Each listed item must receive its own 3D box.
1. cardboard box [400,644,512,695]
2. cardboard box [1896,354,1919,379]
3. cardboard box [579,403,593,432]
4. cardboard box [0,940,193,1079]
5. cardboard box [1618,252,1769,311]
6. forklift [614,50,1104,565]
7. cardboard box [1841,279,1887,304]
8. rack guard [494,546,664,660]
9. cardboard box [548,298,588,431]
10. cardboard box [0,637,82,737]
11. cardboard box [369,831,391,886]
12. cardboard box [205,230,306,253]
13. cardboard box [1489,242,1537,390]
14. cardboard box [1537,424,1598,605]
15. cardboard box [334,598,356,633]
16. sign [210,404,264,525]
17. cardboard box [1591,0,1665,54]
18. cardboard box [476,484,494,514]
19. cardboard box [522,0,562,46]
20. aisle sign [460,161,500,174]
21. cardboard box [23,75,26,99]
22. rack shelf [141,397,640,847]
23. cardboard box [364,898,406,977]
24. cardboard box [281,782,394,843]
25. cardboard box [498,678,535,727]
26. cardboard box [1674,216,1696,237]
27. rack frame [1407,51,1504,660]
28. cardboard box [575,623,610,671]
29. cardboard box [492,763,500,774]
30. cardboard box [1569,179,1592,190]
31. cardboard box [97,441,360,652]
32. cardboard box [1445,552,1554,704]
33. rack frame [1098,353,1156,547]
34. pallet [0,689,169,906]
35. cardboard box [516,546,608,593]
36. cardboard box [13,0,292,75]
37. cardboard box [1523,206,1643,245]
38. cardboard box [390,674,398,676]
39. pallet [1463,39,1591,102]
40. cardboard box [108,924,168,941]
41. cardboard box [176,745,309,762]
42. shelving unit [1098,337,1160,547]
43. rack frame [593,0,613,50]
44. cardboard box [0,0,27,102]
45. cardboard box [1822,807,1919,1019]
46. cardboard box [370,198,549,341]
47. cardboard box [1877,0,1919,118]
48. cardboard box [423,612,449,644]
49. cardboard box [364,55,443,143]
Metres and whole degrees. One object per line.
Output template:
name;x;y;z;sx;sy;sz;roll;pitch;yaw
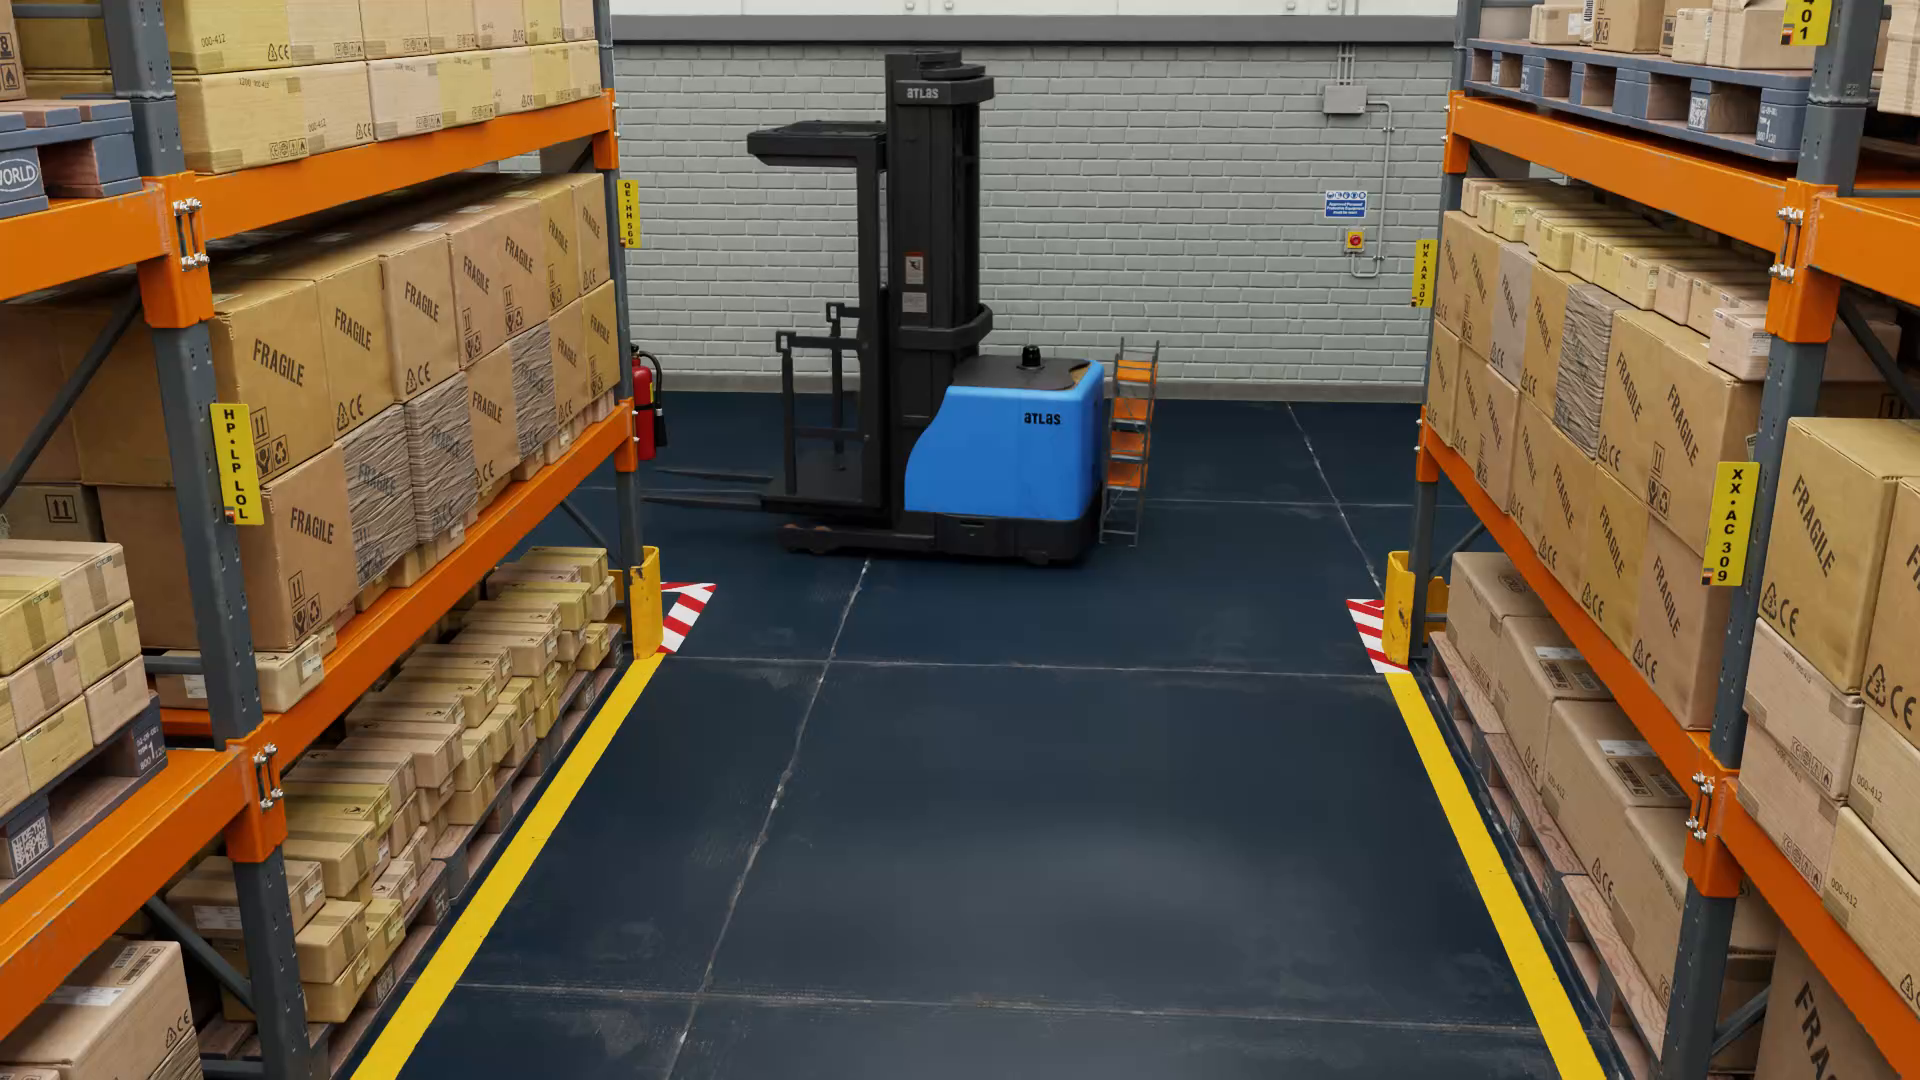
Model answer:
cardboard box;-2.083;0.546;6.888;0.380;0.149;0.250;1;18;2
cardboard box;2.778;-0.243;4.582;0.500;0.500;0.500;1;18;4
cardboard box;-1.953;-0.596;7.829;0.380;0.149;0.250;1;18;4
cardboard box;-2.244;1.211;4.044;0.500;0.250;0.500;1;18;2
cardboard box;2.344;-0.826;5.319;0.380;0.149;0.250;1;18;3
forklift;-0.657;-1.464;10.185;3.031;2.935;1.130;4;19;12
cardboard box;2.762;-0.662;4.817;0.380;0.149;0.250;1;18;3
rack guard;-2.161;0.312;8.669;1.175;0.500;0.348;1;18;4
cardboard box;-1.973;-0.783;7.358;0.500;0.500;0.500;1;18;3
cardboard box;-2.292;0.331;3.847;0.380;0.149;0.250;1;18;4
cardboard box;-2.187;1.094;5.694;0.380;0.149;0.250;1;18;4
cardboard box;-2.596;-0.793;5.781;0.500;0.500;0.500;2;18;5
cardboard box;2.411;-0.880;6.525;0.500;0.500;0.500;1;18;3
cardboard box;2.333;-0.092;5.726;0.500;0.500;0.500;1;18;3
cardboard box;-2.185;0.215;5.352;0.380;0.149;0.250;0;18;1
sign;-1.889;-0.196;4.346;0.100;0.325;0.005;1;18;4
cardboard box;2.495;-1.918;5.646;0.500;0.500;0.500;2;18;5
cardboard box;-2.080;-0.192;6.595;0.380;0.149;0.250;2;18;5
cardboard box;-1.971;-2.184;6.891;0.500;0.250;0.500;1;18;2
aisle sign;-2.450;-2.164;8.036;0.394;0.787;0.004;1;18;4
cardboard box;-2.677;-1.170;4.600;0.500;0.250;0.500;2;18;5
rack shelf;-2.299;0.063;6.568;1.077;0.370;4.000;1;18;4
cardboard box;-2.077;1.309;5.514;0.380;0.149;0.250;2;18;6
cardboard box;-2.163;0.949;5.659;0.380;0.149;0.250;1;18;3
cardboard box;-2.006;0.686;6.938;0.380;0.149;0.250;2;18;7
cardboard box;2.926;-1.138;6.271;0.380;0.149;0.250;2;18;5
rack frame;2.789;-0.821;8.110;1.000;3.000;0.127;1;18;4
cardboard box;-1.903;0.506;7.966;0.380;0.149;0.250;2;18;6
cardboard box;-2.101;0.905;6.749;0.380;0.149;0.250;2;18;5
cardboard box;2.963;-1.536;7.484;0.380;0.149;0.250;2;18;5
cardboard box;-2.156;0.006;4.951;0.500;0.500;0.500;1;18;3
cardboard box;2.841;0.405;7.811;0.875;0.438;0.875;1;18;2
rack frame;1.013;-0.538;10.114;0.240;1.200;0.015;6;19;8
pallet;-2.643;0.668;3.876;1.003;0.211;1.213;1;18;4
cardboard box;-1.941;0.143;8.118;0.380;0.149;0.250;1;18;5
cardboard box;-2.169;-1.393;4.478;0.500;0.250;0.500;2;18;6
cardboard box;2.439;-1.221;6.525;0.380;0.149;0.250;1;18;4
cardboard box;-2.506;0.595;7.217;0.380;0.149;0.250;0;18;1
pallet;2.746;-1.973;6.953;1.003;0.211;1.213;1;18;4
cardboard box;-2.737;1.251;5.213;0.380;0.149;0.250;2;18;5
cardboard box;-2.664;0.776;6.186;0.380;0.149;0.250;0;18;1
shelving unit;1.052;-0.613;10.343;0.258;1.200;0.503;6;19;8
rack frame;-2.156;-3.751;7.417;1.000;3.000;0.127;1;18;4
cardboard box;-2.579;-1.215;3.661;0.700;0.500;0.500;1;18;4
cardboard box;2.171;0.784;3.452;0.500;0.250;0.500;1;18;3
cardboard box;-2.005;-1.097;6.710;0.500;0.500;0.500;2;18;7
cardboard box;2.117;-0.992;3.357;0.396;0.266;0.258;1;18;3
cardboard box;-2.513;0.370;7.424;0.380;0.149;0.250;0;18;1
cardboard box;-2.063;-1.467;5.505;0.500;0.250;0.500;2;18;6
